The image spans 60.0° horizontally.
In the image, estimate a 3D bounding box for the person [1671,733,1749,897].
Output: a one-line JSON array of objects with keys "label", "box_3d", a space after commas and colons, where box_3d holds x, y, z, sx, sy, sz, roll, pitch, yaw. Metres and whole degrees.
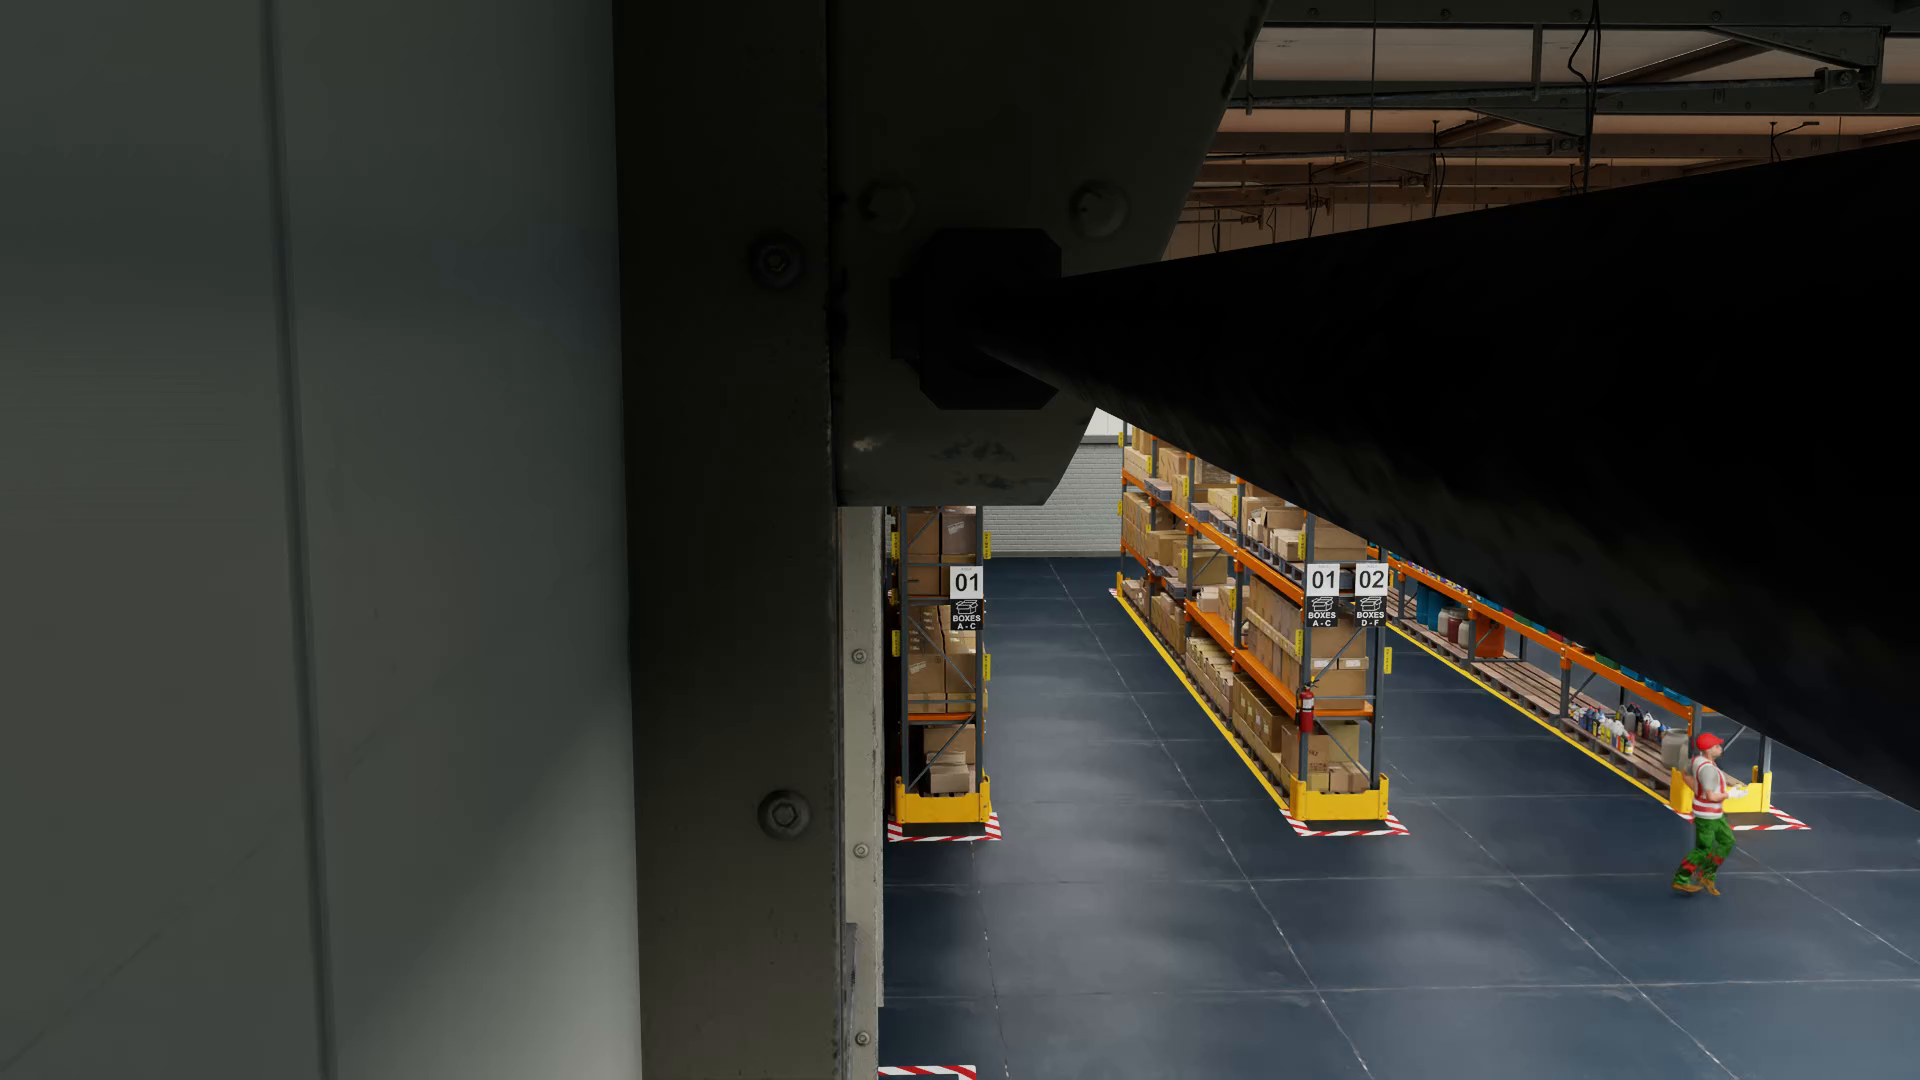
[{"label": "person", "box_3d": [8.044, 2.962, 17.814, 0.689, 1.820, 0.631, 3, 9, 22]}]
